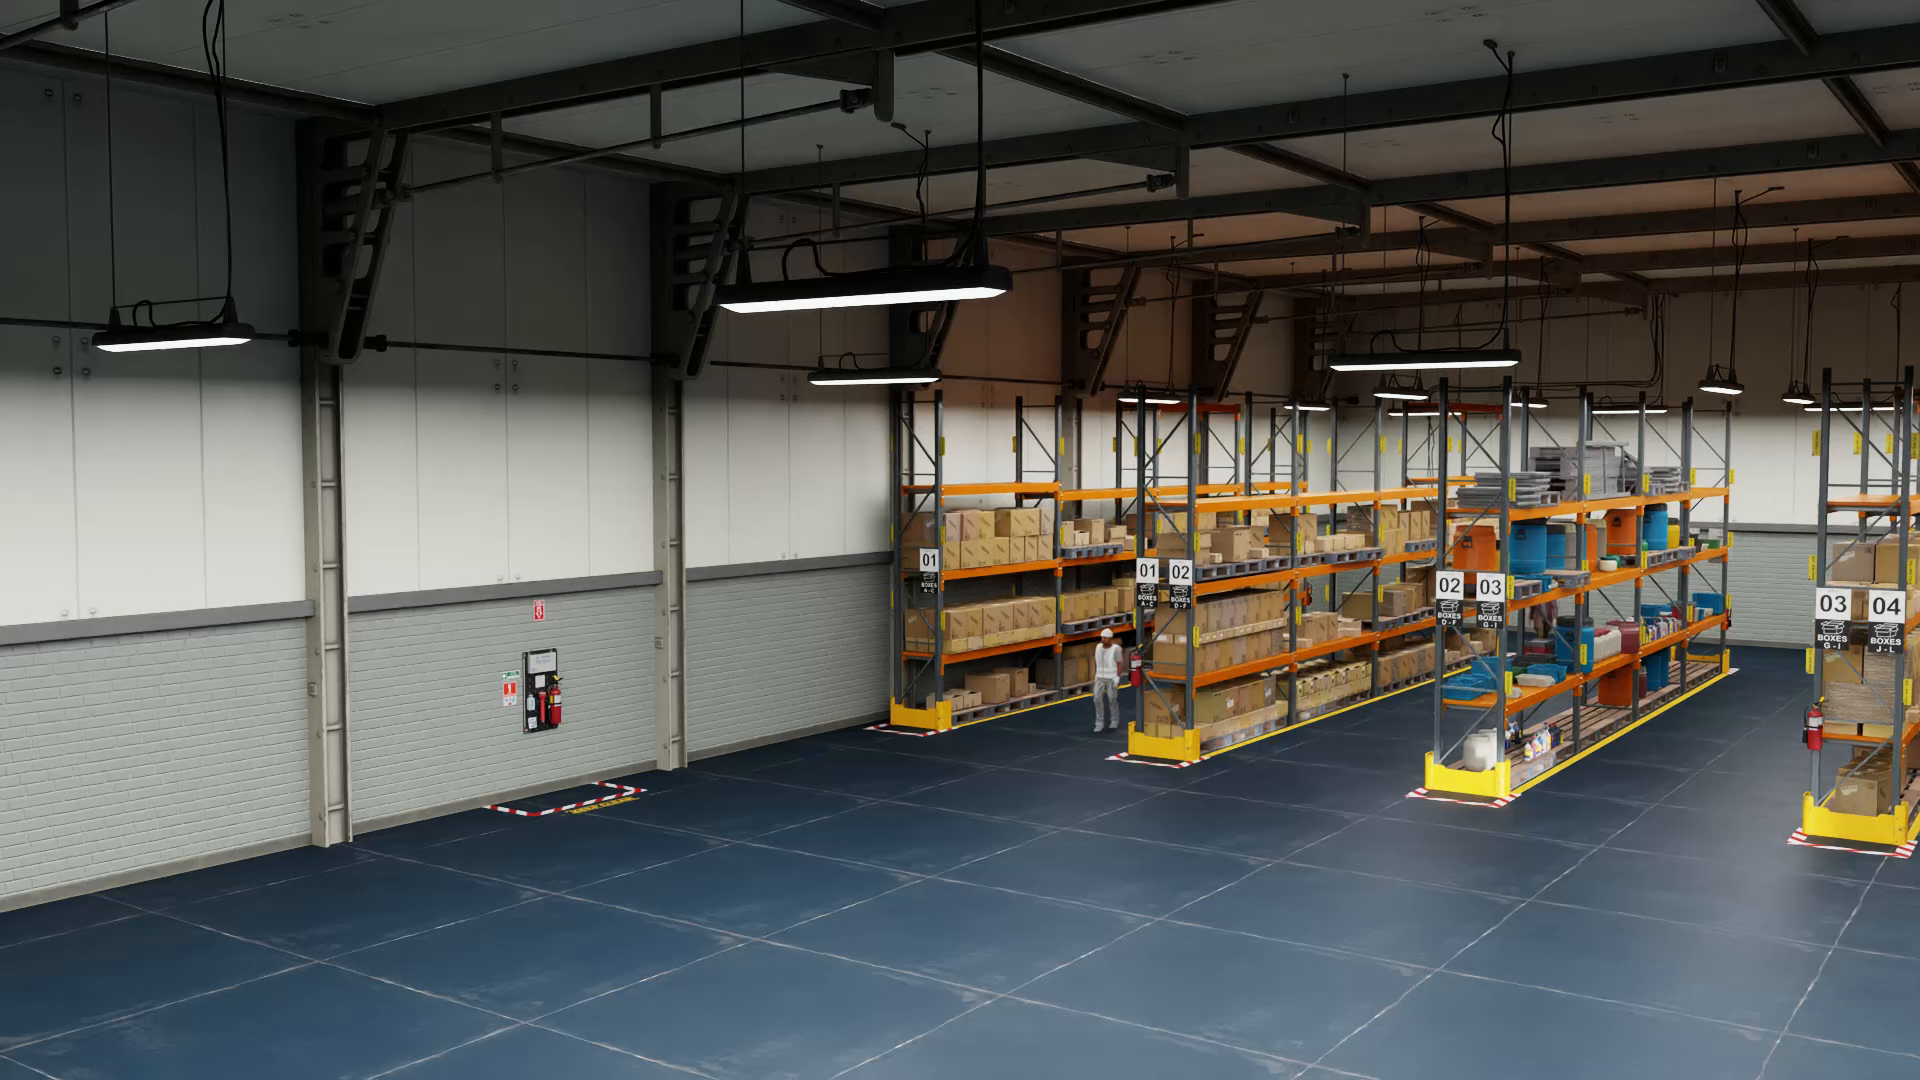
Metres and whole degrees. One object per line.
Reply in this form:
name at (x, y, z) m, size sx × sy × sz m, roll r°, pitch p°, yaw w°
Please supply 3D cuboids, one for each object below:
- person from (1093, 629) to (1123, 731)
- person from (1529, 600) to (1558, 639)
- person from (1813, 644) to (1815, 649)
person at (2.602, 2.484, 29.325) m, size 0.603 × 1.845 × 0.526 m, roll 2°, pitch 4°, yaw 35°
person at (13.856, 1.896, 39.368) m, size 0.582 × 1.729 × 1.041 m, roll 0°, pitch 3°, yaw 3°
person at (16.368, 2.359, 31.370) m, size 0.615 × 1.712 × 1.069 m, roll 2°, pitch 4°, yaw 37°
